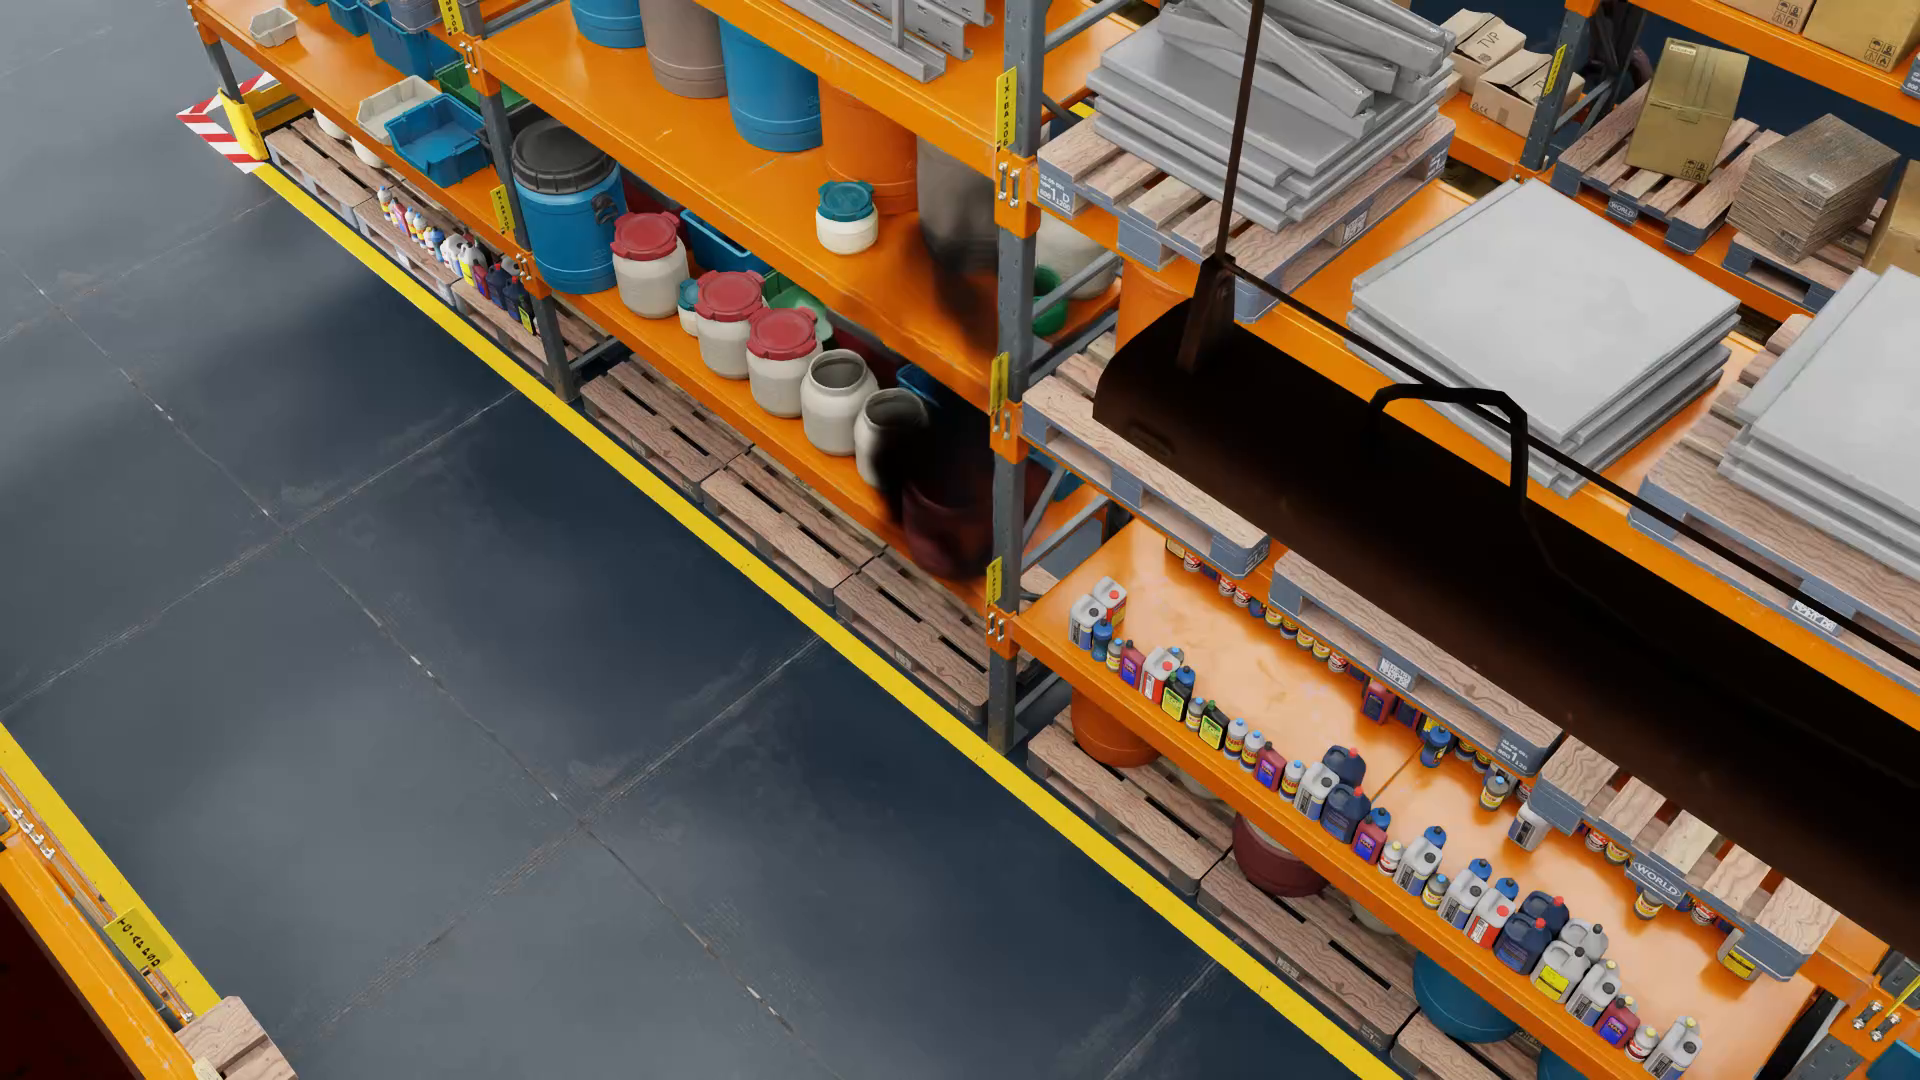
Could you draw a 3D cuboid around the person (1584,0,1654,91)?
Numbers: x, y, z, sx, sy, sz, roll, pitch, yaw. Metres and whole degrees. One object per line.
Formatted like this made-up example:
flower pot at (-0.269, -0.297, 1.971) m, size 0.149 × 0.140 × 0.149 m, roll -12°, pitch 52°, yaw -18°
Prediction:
person at (5.205, -4.117, 12.748) m, size 0.795 × 1.391 × 0.635 m, roll 33°, pitch 58°, yaw 25°
